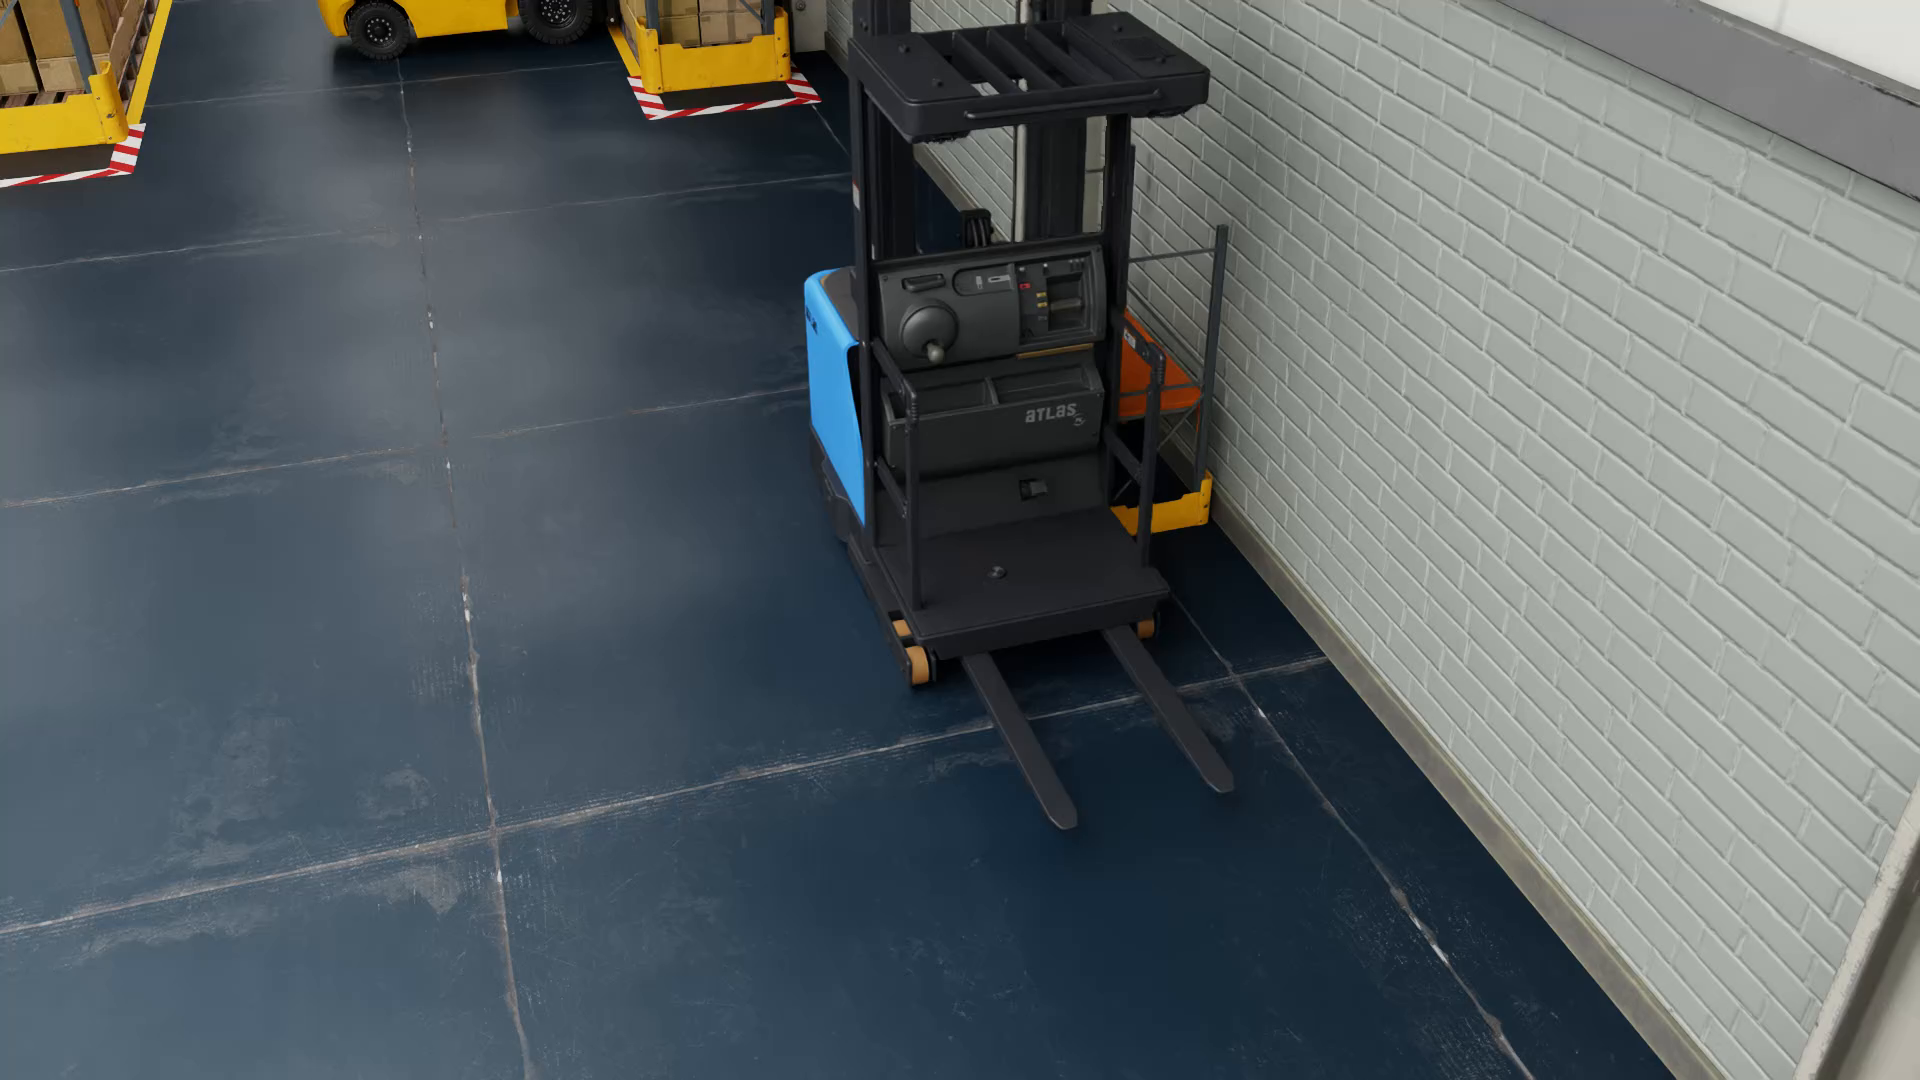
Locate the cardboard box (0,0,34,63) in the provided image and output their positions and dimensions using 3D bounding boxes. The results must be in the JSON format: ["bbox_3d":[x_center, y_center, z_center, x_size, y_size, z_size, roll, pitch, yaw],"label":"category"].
[{"bbox_3d":[-7.173,-3.828,12.255,0.500,0.500,0.500,-10,35,-14],"label":"cardboard box"}]

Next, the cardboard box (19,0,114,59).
[{"bbox_3d":[-6.671,-3.933,12.415,0.500,0.500,0.500,-11,35,-16],"label":"cardboard box"}]

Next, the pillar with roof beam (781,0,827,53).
[{"bbox_3d":[-5.408,-7.243,10.548,9.100,9.000,0.400,-10,35,-15],"label":"pillar with roof beam"}]

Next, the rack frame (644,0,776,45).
[{"bbox_3d":[-1.954,-4.947,12.515,1.000,3.000,0.127,-10,35,-15],"label":"rack frame"}]

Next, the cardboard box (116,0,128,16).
[{"bbox_3d":[-6.980,-4.472,13.230,0.500,0.500,0.500,-9,35,-14],"label":"cardboard box"}]

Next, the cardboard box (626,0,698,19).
[{"bbox_3d":[-2.401,-4.386,13.327,0.500,0.250,0.500,-10,35,-15],"label":"cardboard box"}]

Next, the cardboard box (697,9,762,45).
[{"bbox_3d":[-1.918,-4.266,13.598,0.500,0.250,0.500,-10,35,-15],"label":"cardboard box"}]

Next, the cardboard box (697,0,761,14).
[{"bbox_3d":[-1.900,-4.465,13.446,0.500,0.250,0.500,-9,35,-14],"label":"cardboard box"}]

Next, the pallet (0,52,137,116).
[{"bbox_3d":[-6.918,-3.419,12.733,1.003,0.211,1.213,-10,35,-15],"label":"pallet"}]

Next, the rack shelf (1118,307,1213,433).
[{"bbox_3d":[0.741,-0.785,7.904,0.538,0.185,1.000,-10,35,-15],"label":"rack shelf"}]

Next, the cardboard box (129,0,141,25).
[{"bbox_3d":[-7.142,-4.427,13.843,0.500,0.250,0.500,-9,35,-14],"label":"cardboard box"}]

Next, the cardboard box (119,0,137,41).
[{"bbox_3d":[-6.990,-4.162,13.441,0.500,0.250,0.500,-8,34,-12],"label":"cardboard box"}]

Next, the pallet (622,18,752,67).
[{"bbox_3d":[-2.228,-4.178,13.881,1.003,0.211,1.213,-10,35,-15],"label":"pallet"}]

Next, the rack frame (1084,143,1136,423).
[{"bbox_3d":[0.587,-1.202,8.209,0.500,1.500,0.032,-10,35,-15],"label":"rack frame"}]

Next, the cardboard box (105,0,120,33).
[{"bbox_3d":[-6.835,-4.207,12.829,0.500,0.500,0.500,-11,35,-17],"label":"cardboard box"}]

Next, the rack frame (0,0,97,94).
[{"bbox_3d":[-6.680,-4.110,11.249,1.000,3.000,0.127,-10,35,-15],"label":"rack frame"}]

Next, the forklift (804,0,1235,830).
[{"bbox_3d":[0.205,-0.875,6.416,1.130,2.935,3.031,-10,35,-15],"label":"forklift"}]

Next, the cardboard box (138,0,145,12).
[{"bbox_3d":[-7.292,-4.695,14.248,0.500,0.250,0.500,-11,35,-16],"label":"cardboard box"}]

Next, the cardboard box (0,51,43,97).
[{"bbox_3d":[-7.190,-3.530,12.484,0.500,0.250,0.500,-10,35,-15],"label":"cardboard box"}]

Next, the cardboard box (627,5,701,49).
[{"bbox_3d":[-2.399,-4.168,13.451,0.500,0.250,0.500,-10,35,-14],"label":"cardboard box"}]

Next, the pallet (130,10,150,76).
[{"bbox_3d":[-7.286,-4.059,13.700,1.003,0.211,1.213,-10,35,-15],"label":"pallet"}]

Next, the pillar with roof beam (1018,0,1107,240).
[{"bbox_3d":[-3.578,-4.093,5.781,9.100,9.000,0.400,-10,35,-15],"label":"pillar with roof beam"}]

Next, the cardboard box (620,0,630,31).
[{"bbox_3d":[-2.541,-4.431,13.848,0.500,0.250,0.500,-10,35,-15],"label":"cardboard box"}]

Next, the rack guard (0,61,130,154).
[{"bbox_3d":[-6.704,-3.107,11.999,1.175,0.500,0.348,-10,35,-15],"label":"rack guard"}]

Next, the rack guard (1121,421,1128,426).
[{"bbox_3d":[0.587,-0.680,8.552,0.587,0.250,0.087,-10,35,-15],"label":"rack guard"}]

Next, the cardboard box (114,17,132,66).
[{"bbox_3d":[-6.812,-3.877,13.010,0.500,0.250,0.500,-9,34,-13],"label":"cardboard box"}]

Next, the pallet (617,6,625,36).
[{"bbox_3d":[-2.596,-4.817,14.849,1.003,0.211,1.213,-10,35,-15],"label":"pallet"}]

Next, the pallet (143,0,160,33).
[{"bbox_3d":[-7.662,-4.700,14.672,1.003,0.211,1.213,-10,35,-15],"label":"pallet"}]

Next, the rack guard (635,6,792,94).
[{"bbox_3d":[-1.947,-3.891,13.185,1.175,0.500,0.348,-10,35,-15],"label":"rack guard"}]

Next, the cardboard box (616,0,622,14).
[{"bbox_3d":[-2.685,-4.695,14.248,0.500,0.250,0.500,-10,35,-14],"label":"cardboard box"}]

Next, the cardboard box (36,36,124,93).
[{"bbox_3d":[-6.663,-3.608,12.603,0.500,0.250,0.500,-10,35,-15],"label":"cardboard box"}]

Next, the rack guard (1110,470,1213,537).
[{"bbox_3d":[0.889,-0.157,7.760,0.587,0.250,0.087,-10,35,-15],"label":"rack guard"}]

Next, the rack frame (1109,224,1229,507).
[{"bbox_3d":[0.895,-0.668,7.400,0.500,1.500,0.032,-10,35,-15],"label":"rack frame"}]

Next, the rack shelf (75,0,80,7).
[{"bbox_3d":[-7.290,-4.860,13.037,1.077,0.370,4.000,-10,35,-15],"label":"rack shelf"}]

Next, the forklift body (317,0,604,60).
[{"bbox_3d":[-4.270,-5.281,13.792,2.313,2.155,1.214,-10,35,-15],"label":"forklift body"}]

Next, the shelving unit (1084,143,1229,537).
[{"bbox_3d":[0.738,-0.940,7.812,0.587,1.500,1.083,-10,35,-15],"label":"shelving unit"}]
